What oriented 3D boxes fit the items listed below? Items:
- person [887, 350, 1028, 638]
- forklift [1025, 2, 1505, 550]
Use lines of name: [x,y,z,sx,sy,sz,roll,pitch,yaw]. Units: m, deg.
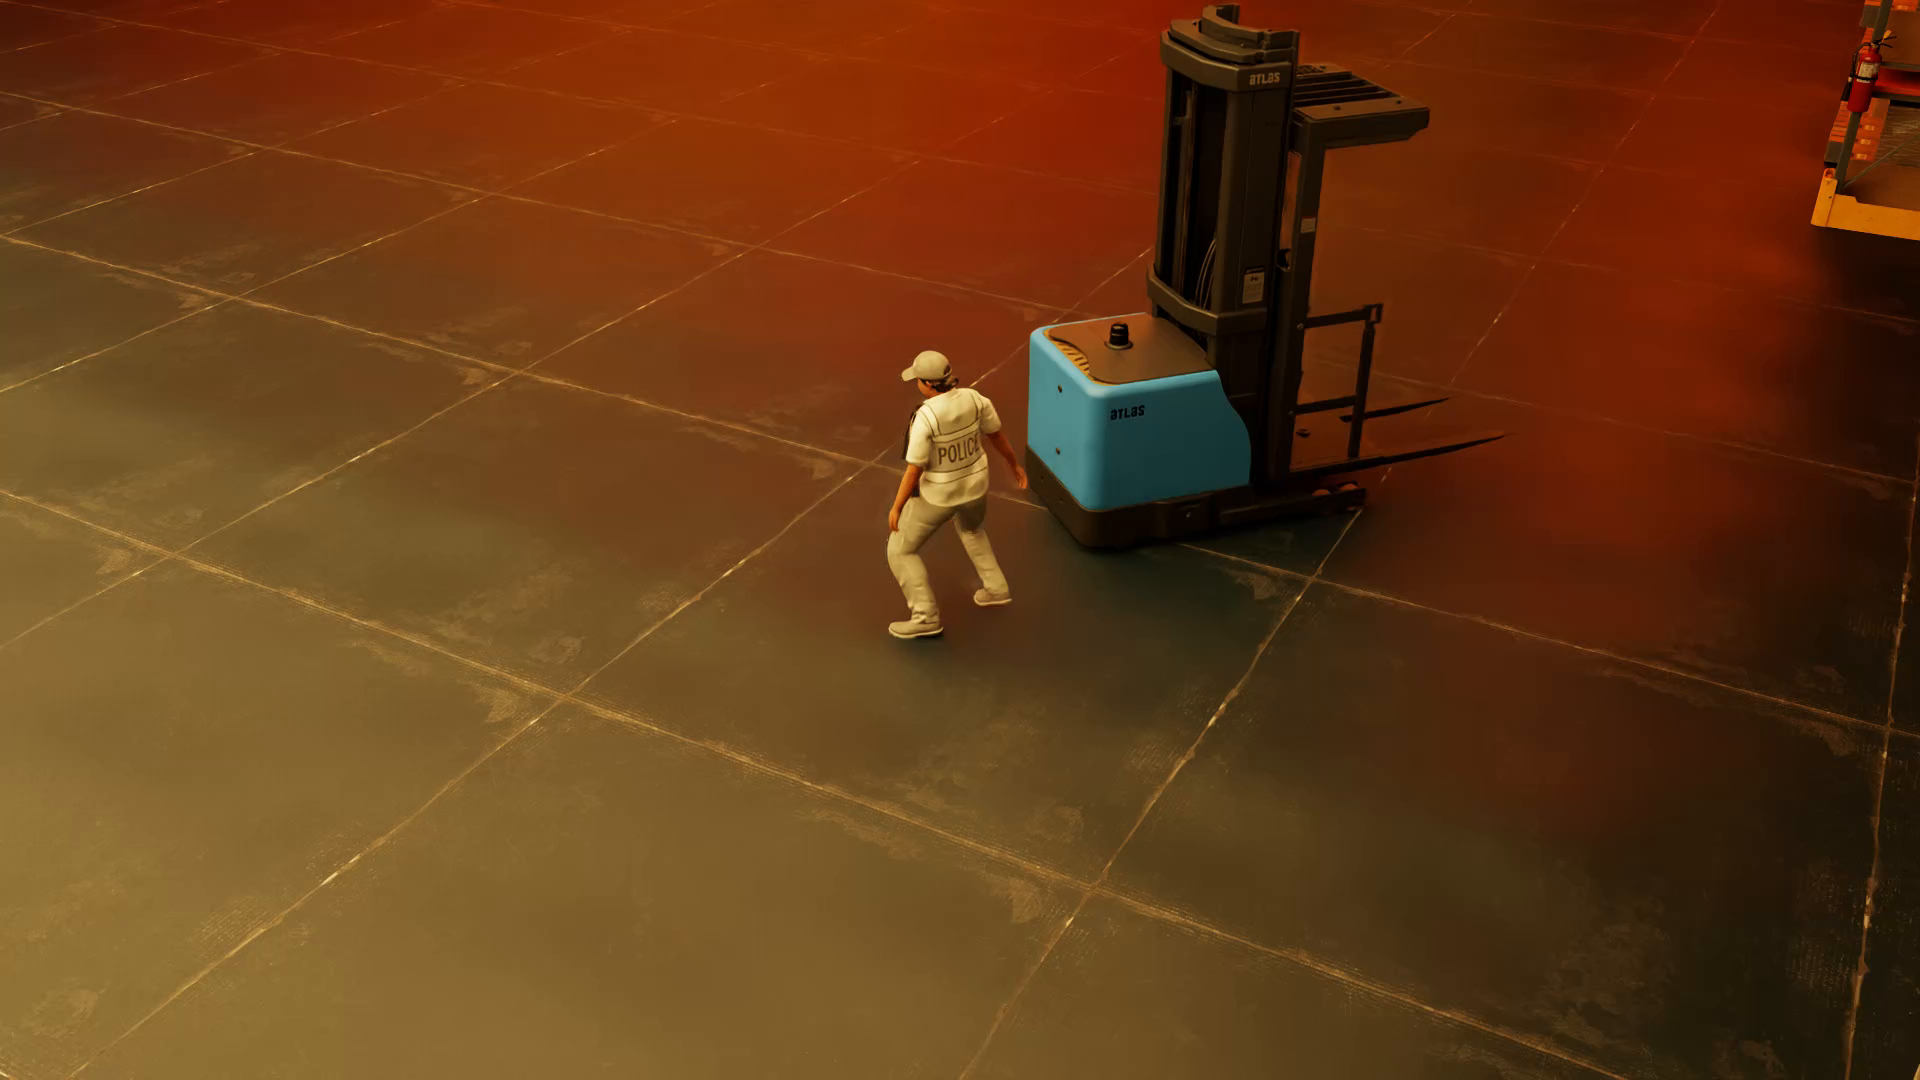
person: [-0.020,-0.275,8.908,0.838,1.591,0.483,-18,35,-28]
forklift: [1.983,-1.654,9.936,3.031,2.935,1.130,-10,32,-17]
